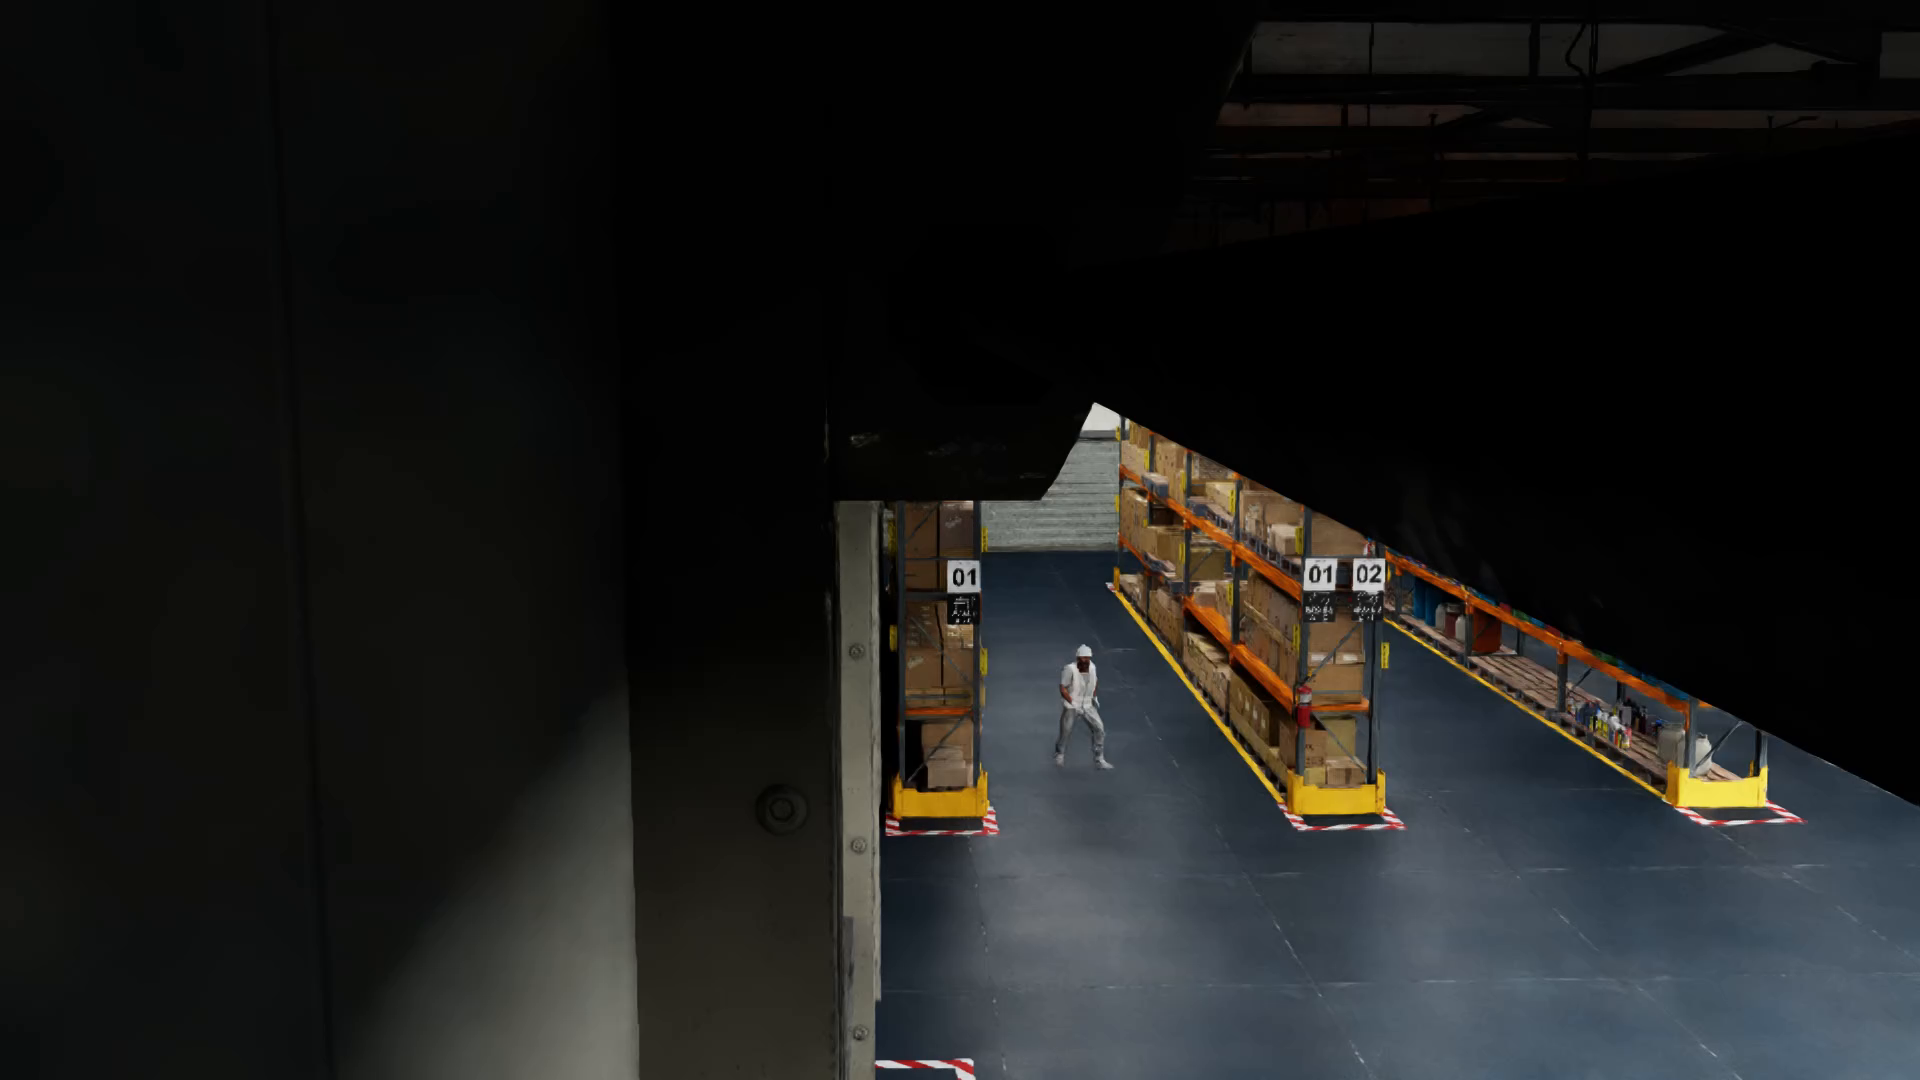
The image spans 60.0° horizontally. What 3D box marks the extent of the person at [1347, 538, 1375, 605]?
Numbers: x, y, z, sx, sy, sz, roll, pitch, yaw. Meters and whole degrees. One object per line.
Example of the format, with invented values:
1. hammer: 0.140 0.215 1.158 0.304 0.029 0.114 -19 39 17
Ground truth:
1. person: 8.099 0.639 33.578 0.590 1.747 0.924 4 9 24

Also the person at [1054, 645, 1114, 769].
1. person: 1.622 2.241 22.512 0.688 1.716 0.796 -3 9 -22
